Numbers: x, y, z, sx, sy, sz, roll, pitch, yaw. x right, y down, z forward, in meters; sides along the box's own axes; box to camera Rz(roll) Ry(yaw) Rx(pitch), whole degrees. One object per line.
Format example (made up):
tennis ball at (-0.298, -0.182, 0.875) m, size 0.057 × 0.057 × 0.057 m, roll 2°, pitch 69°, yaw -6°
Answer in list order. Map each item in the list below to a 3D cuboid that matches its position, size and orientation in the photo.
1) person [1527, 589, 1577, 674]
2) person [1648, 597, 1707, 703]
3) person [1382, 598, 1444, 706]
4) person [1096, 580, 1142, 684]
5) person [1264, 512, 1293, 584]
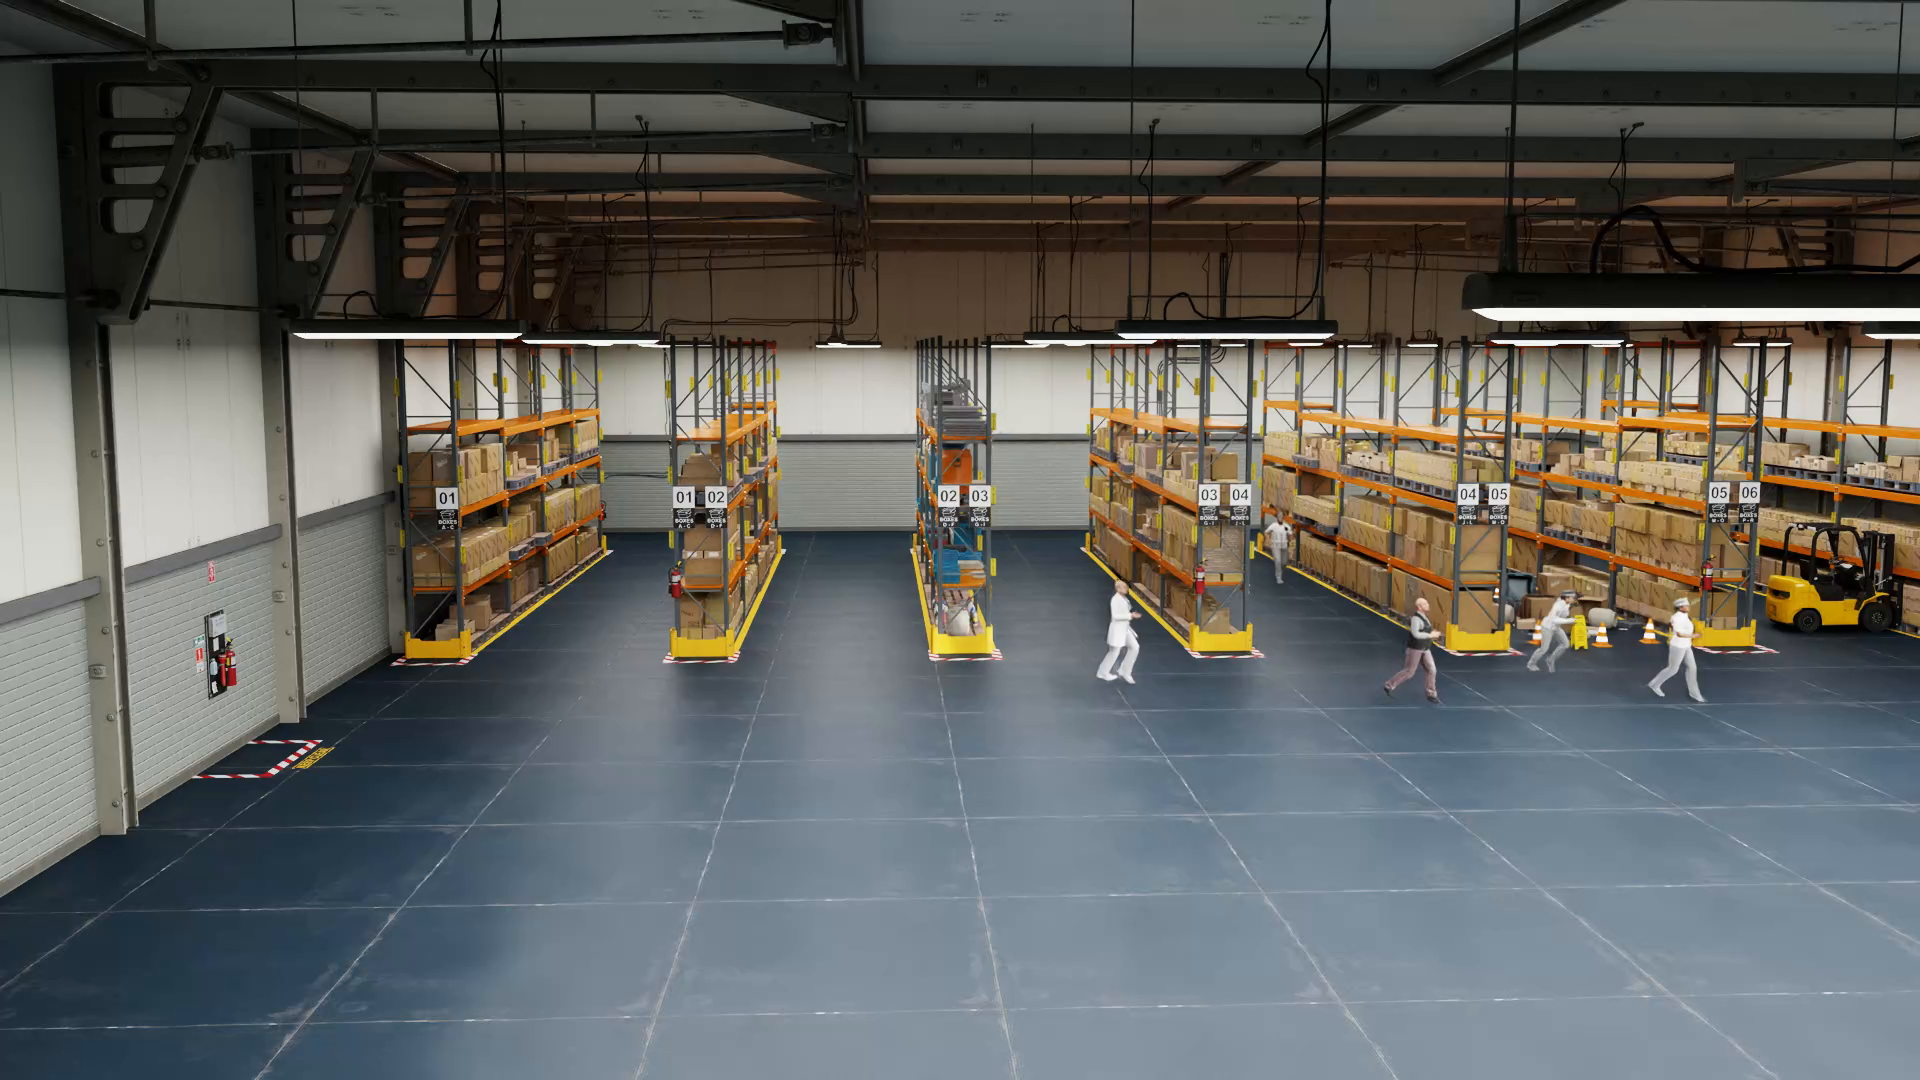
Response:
person at (10.553, 1.610, 29.544) m, size 0.643 × 1.537 × 0.916 m, roll -6°, pitch 9°, yaw -45°
person at (11.780, 1.776, 27.232) m, size 0.889 × 1.728 × 0.554 m, roll 5°, pitch 8°, yaw 39°
person at (7.407, 1.805, 27.006) m, size 0.930 × 1.754 × 0.665 m, roll 4°, pitch 8°, yaw 34°
person at (2.773, 1.600, 28.671) m, size 0.854 × 1.823 × 0.654 m, roll 4°, pitch 7°, yaw 30°
person at (7.906, 0.173, 41.124) m, size 0.674 × 1.752 × 0.887 m, roll -1°, pitch 7°, yaw -6°
